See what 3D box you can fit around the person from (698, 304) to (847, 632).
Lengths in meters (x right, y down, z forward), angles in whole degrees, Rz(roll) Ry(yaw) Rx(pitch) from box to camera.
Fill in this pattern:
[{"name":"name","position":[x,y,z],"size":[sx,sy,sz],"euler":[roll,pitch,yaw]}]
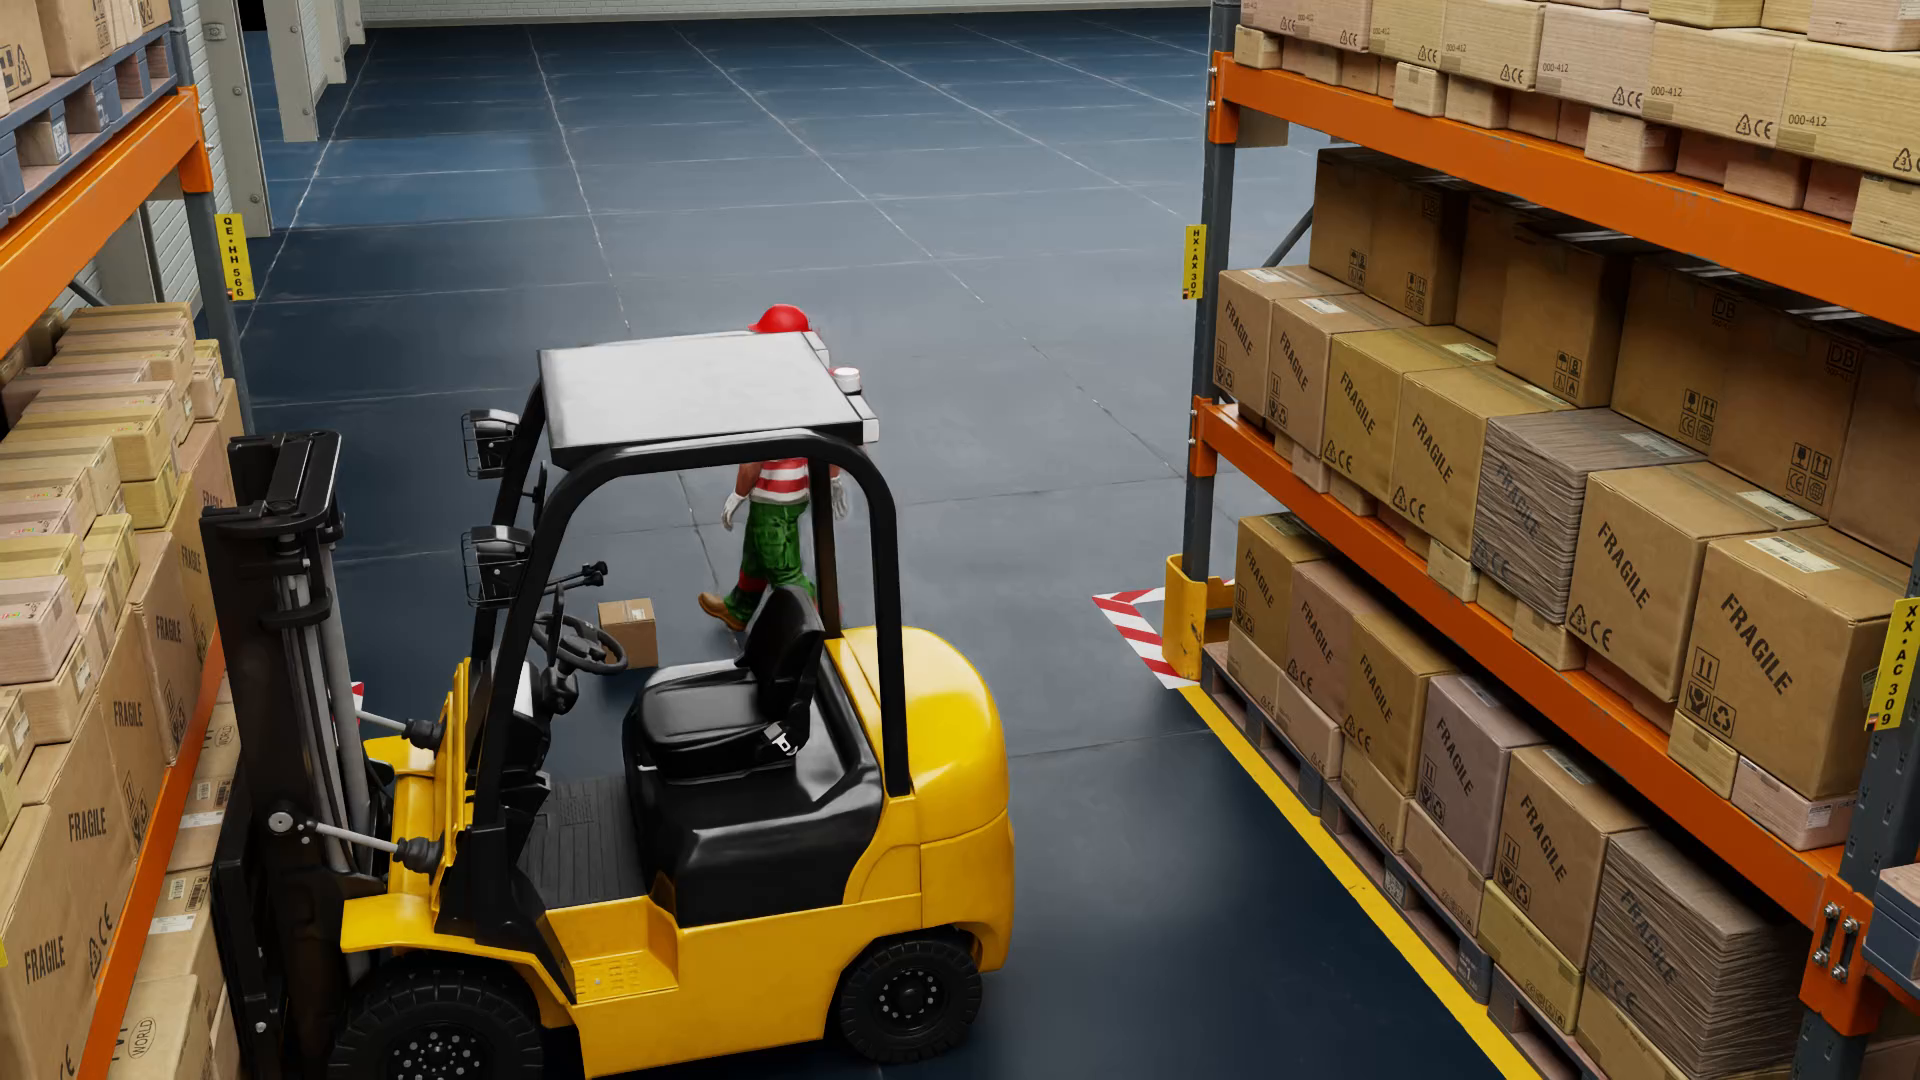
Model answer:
[{"name":"person","position":[-0.892,-0.257,7.733],"size":[1.075,1.728,0.572],"euler":[11,25,25]}]
